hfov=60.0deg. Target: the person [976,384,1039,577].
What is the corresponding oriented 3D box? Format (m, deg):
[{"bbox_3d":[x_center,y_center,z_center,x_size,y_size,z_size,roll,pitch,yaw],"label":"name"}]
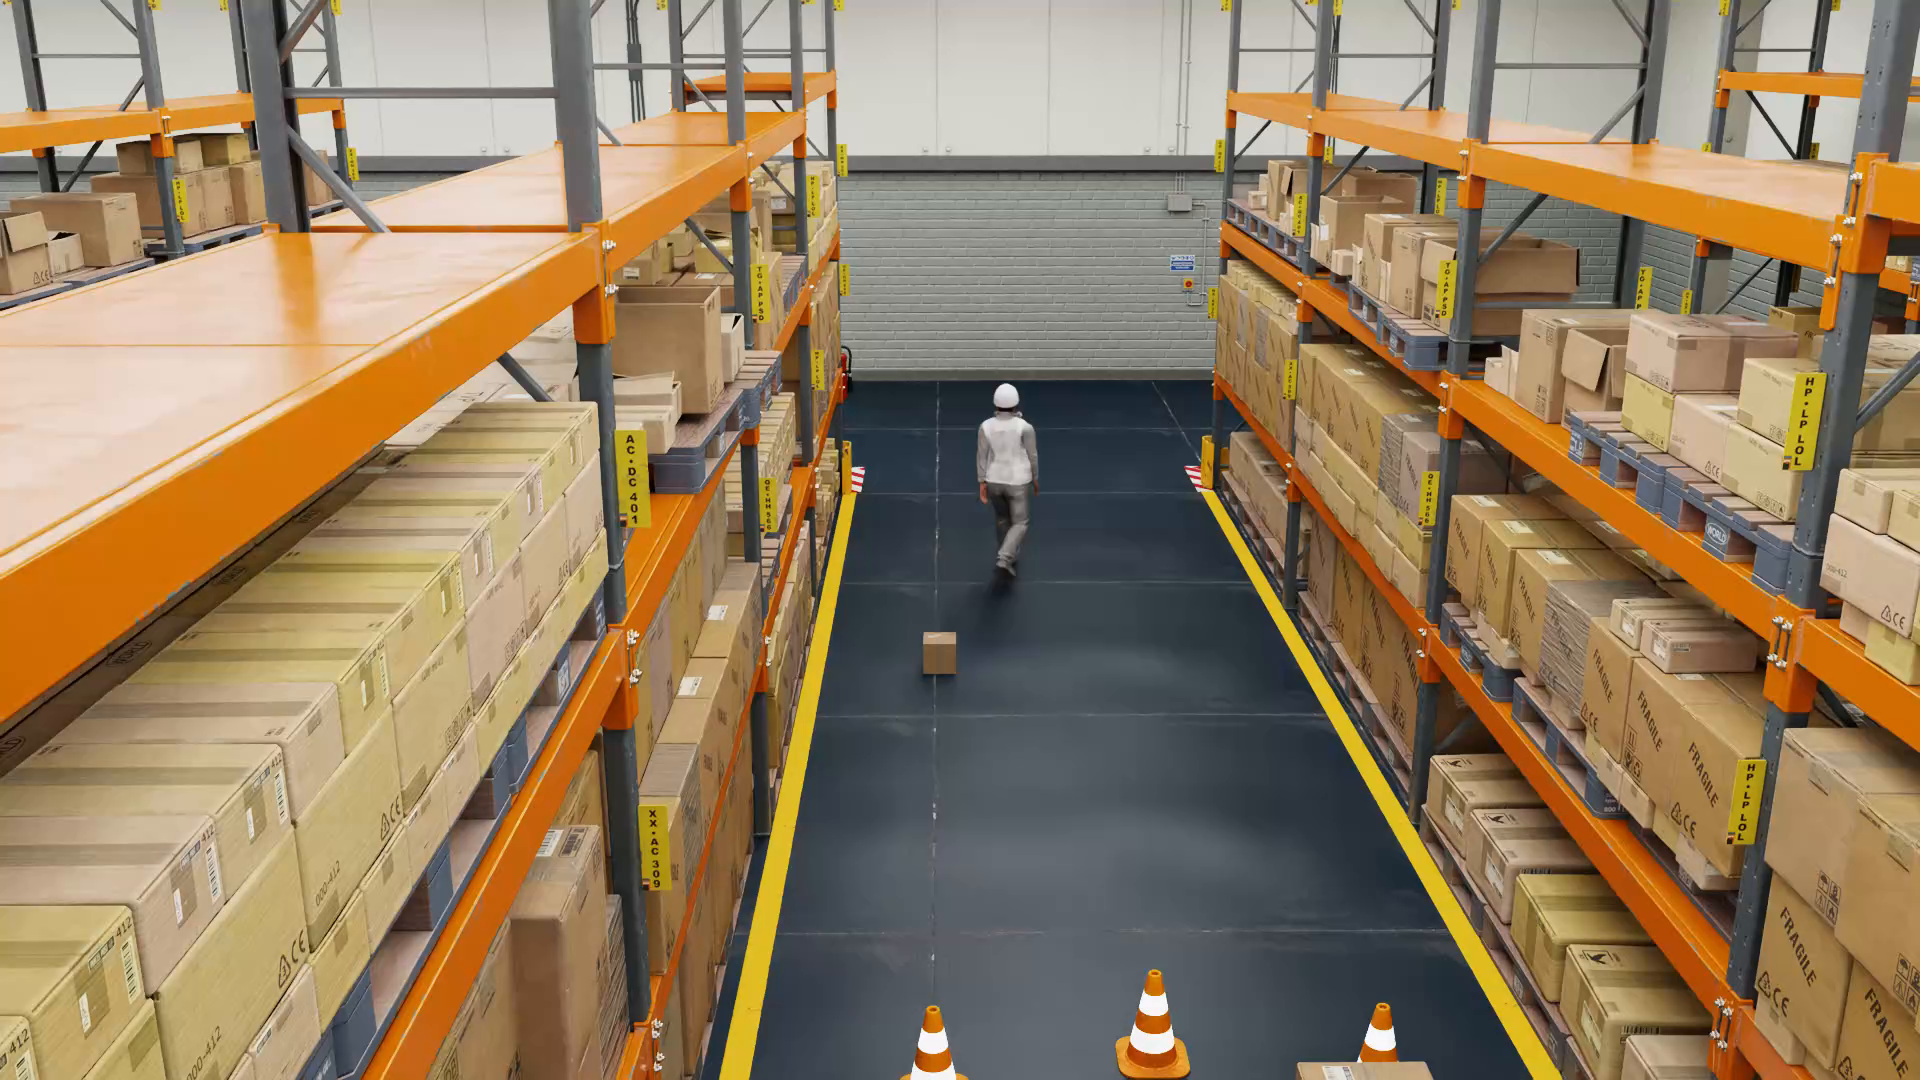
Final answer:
[{"bbox_3d":[0.419,-0.527,14.703,0.530,1.735,0.931,6,18,20],"label":"person"}]
